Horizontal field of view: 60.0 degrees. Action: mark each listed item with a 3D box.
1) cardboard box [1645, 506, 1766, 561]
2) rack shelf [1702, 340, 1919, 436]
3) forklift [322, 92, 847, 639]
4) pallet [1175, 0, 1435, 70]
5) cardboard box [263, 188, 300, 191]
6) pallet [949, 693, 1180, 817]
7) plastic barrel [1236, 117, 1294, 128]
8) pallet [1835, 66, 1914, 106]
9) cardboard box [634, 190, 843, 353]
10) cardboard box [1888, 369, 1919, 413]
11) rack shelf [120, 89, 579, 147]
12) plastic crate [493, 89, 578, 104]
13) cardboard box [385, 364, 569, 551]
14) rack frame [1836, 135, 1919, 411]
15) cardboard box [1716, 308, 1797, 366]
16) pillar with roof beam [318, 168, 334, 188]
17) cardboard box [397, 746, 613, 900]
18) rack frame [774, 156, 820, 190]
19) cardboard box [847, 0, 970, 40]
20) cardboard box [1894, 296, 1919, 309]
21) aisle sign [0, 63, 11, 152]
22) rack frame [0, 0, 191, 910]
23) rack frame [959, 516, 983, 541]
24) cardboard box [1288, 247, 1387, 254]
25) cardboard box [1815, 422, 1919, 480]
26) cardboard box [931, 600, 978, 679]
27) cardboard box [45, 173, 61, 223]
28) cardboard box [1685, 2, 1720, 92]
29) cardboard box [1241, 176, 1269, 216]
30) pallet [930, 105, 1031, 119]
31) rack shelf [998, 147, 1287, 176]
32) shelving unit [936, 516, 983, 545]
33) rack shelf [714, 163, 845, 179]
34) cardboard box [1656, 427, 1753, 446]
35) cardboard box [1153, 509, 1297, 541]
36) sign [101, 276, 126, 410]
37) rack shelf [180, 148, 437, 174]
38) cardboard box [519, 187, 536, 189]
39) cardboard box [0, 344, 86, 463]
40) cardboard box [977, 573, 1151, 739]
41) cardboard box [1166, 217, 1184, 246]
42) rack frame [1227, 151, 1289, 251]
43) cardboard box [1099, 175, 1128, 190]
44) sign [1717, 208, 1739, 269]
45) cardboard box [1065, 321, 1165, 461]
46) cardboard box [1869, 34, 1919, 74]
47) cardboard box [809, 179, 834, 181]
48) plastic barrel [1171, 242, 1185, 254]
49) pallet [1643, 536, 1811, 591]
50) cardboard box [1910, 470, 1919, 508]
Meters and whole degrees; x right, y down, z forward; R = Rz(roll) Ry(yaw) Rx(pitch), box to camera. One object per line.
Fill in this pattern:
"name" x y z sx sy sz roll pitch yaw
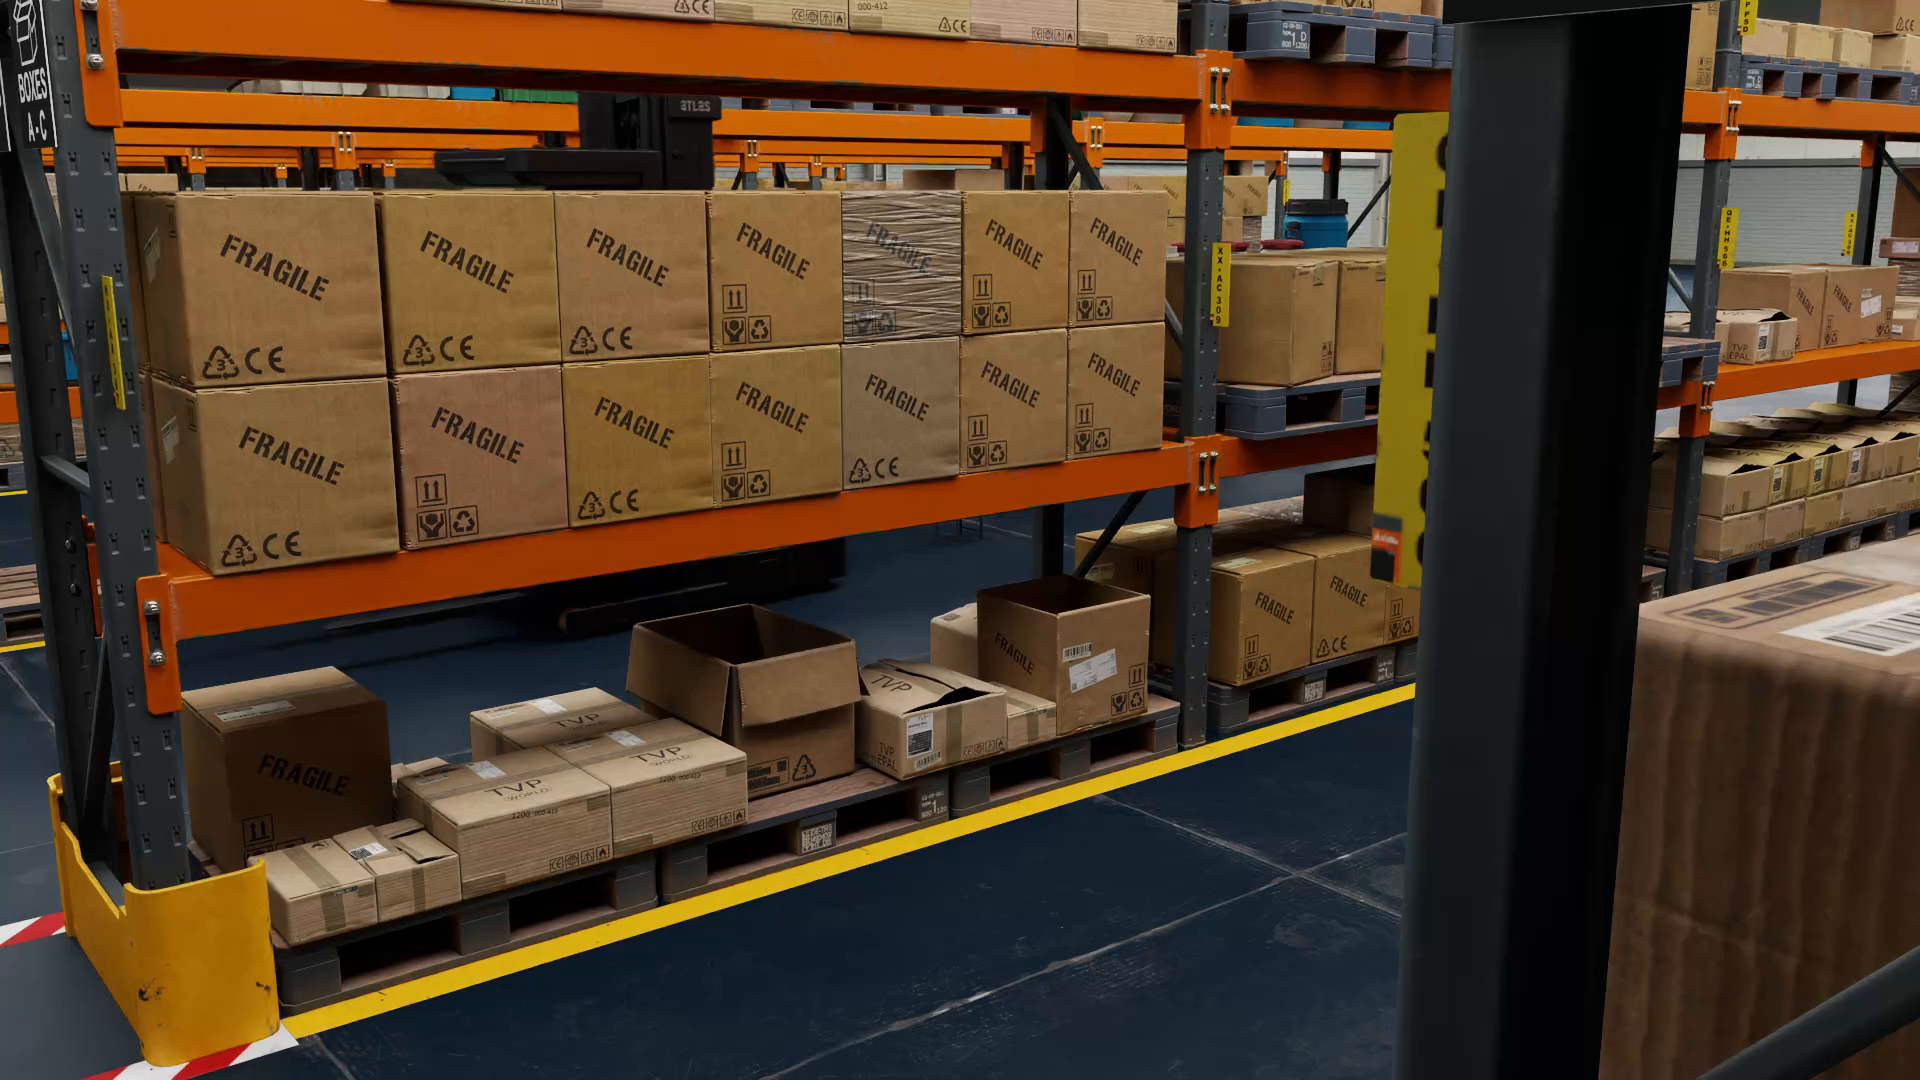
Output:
"cardboard box" 4.398 -0.073 9.858 0.500 0.250 0.500 -10 15 -38
"rack shelf" 5.368 -1.099 10.817 4.000 0.370 1.077 -9 15 -38
"forklift" -2.121 -1.040 8.970 3.031 2.935 1.130 -10 16 -39
"pallet" 1.235 -2.121 7.128 1.003 0.211 1.213 -9 15 -38
"cardboard box" -9.598 -4.704 23.410 0.500 0.500 0.500 -9 15 -38
"pallet" 0.146 0.780 6.946 1.213 0.211 1.003 -9 15 -38
"plastic barrel" 2.555 -3.956 14.111 0.708 0.901 0.600 -9 15 -38
"pallet" 5.151 -2.815 10.397 1.213 0.211 1.003 -9 15 -35
"cardboard box" -0.736 -0.906 5.525 0.500 0.500 0.500 -10 15 -38
"cardboard box" 7.553 -1.097 12.875 0.500 0.500 0.500 -9 15 -38
"rack shelf" -3.971 -2.333 9.402 4.000 0.370 1.077 -9 15 -38
"plastic crate" -2.551 -2.736 10.082 0.662 0.188 0.450 -9 15 -38
"cardboard box" -1.530 -0.285 5.010 0.500 0.500 0.500 -10 15 -38
"rack frame" 6.929 -1.711 11.964 0.127 3.000 1.000 -9 15 -38
"cardboard box" 4.625 -1.233 9.928 0.500 0.311 0.500 -10 15 -38
"pillar with roof beam" -8.530 -7.763 26.021 0.400 9.000 9.100 -9 15 -38
"cardboard box" -1.449 0.887 5.292 0.500 0.250 0.500 -9 15 -38
"rack frame" -2.276 -4.136 23.384 0.127 3.000 1.000 -9 15 -38
"cardboard box" -0.313 -1.831 5.670 0.500 0.250 0.500 -9 15 -38
"cardboard box" 6.572 -1.567 11.646 0.500 0.250 0.500 -8 15 -34
"aisle sign" -2.686 -1.466 4.554 0.004 0.787 0.394 -9 15 -38
"rack frame" -2.441 -0.154 4.631 0.127 3.000 1.000 -9 15 -38
"rack frame" 0.073 -0.452 11.092 0.006 0.900 0.240 -9 15 -38
"cardboard box" 2.023 -1.166 8.148 0.700 0.500 0.500 9 15 36
"cardboard box" 5.999 -0.614 11.056 0.500 0.311 0.500 -9 15 -38
"cardboard box" 0.219 0.447 7.218 0.500 0.311 0.500 -9 15 -38
"cardboard box" -9.530 -3.544 17.234 0.500 0.500 0.500 -9 15 -36
"cardboard box" 3.486 -2.646 8.906 0.500 0.500 0.910 -9 15 -38
"cardboard box" 3.592 -4.409 21.308 0.500 0.500 0.500 -9 15 -38
"pallet" 0.056 -3.287 12.621 1.213 0.211 1.003 -9 15 -38
"rack shelf" 2.305 -4.693 20.519 4.000 0.370 1.077 -9 15 -38
"shelving unit" -0.006 -0.439 11.030 0.210 0.900 0.258 -9 15 -38
"rack shelf" -3.885 -6.300 28.088 4.000 0.370 1.077 -9 15 -38
"cardboard box" 4.859 -0.568 10.841 0.500 0.311 0.500 -10 15 -38
"cardboard box" 1.280 0.161 8.106 0.500 0.500 0.500 -9 15 -37
"sign" -2.102 -0.489 4.127 0.005 0.325 0.100 -9 15 -38
"rack shelf" -6.961 -4.472 19.480 4.000 0.370 1.077 -9 15 -38
"cardboard box" -6.819 -5.481 26.191 0.250 0.149 0.380 -8 15 -35
"cardboard box" -7.466 -1.141 13.386 0.875 0.875 0.875 -9 15 -38
"cardboard box" 0.415 0.455 6.725 0.500 0.500 0.500 -9 15 -38
"cardboard box" 2.290 -3.759 20.655 0.500 0.500 0.875 -9 15 -38
"rack frame" 3.867 -3.837 21.978 0.127 3.000 1.000 -9 15 -38
"cardboard box" 1.643 -4.084 19.776 0.500 0.500 0.500 -9 15 -38
"sign" 4.152 -1.633 8.999 0.005 0.325 0.100 -9 15 -38
"cardboard box" 0.452 -0.615 6.564 0.500 0.500 0.500 -9 15 -37
"cardboard box" 6.015 -3.160 10.918 0.500 0.250 0.500 -11 17 -43
"cardboard box" -2.586 -6.026 28.923 0.500 0.500 0.700 -10 16 -39
"plastic barrel" 2.043 -2.341 14.606 0.433 0.535 0.433 0 12 0
"pallet" 4.473 0.072 10.283 1.213 0.211 1.003 -9 15 -38
"cardboard box" 6.390 -0.405 11.424 0.500 0.250 0.500 -10 15 -39
